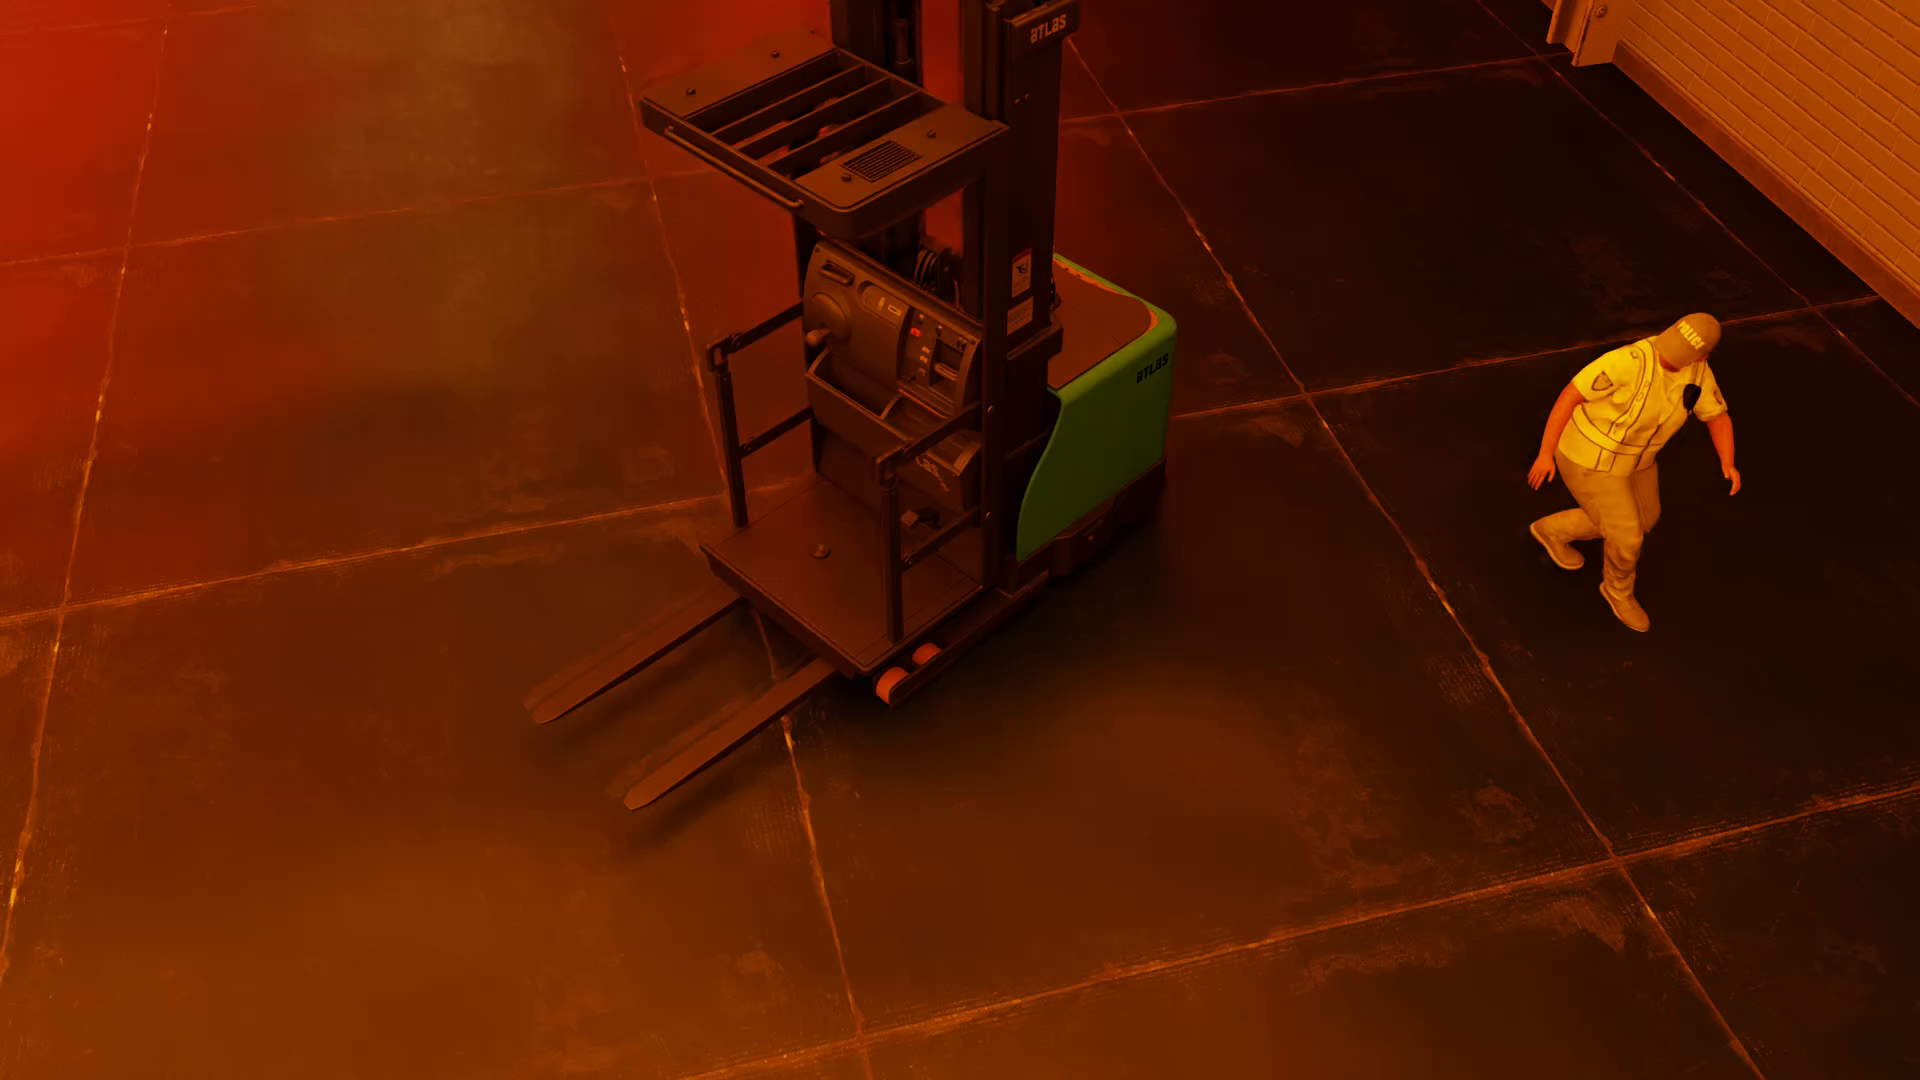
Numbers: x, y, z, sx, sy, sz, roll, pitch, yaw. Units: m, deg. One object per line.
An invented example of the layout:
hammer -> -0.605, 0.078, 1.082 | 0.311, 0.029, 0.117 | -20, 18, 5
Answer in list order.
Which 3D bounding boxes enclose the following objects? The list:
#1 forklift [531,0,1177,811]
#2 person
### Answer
forklift -> -0.429, -0.767, 6.457 | 1.130, 2.935, 3.031 | 34, 53, 31
person -> 2.799, -0.277, 6.973 | 0.803, 1.541, 0.797 | -20, 47, -20
